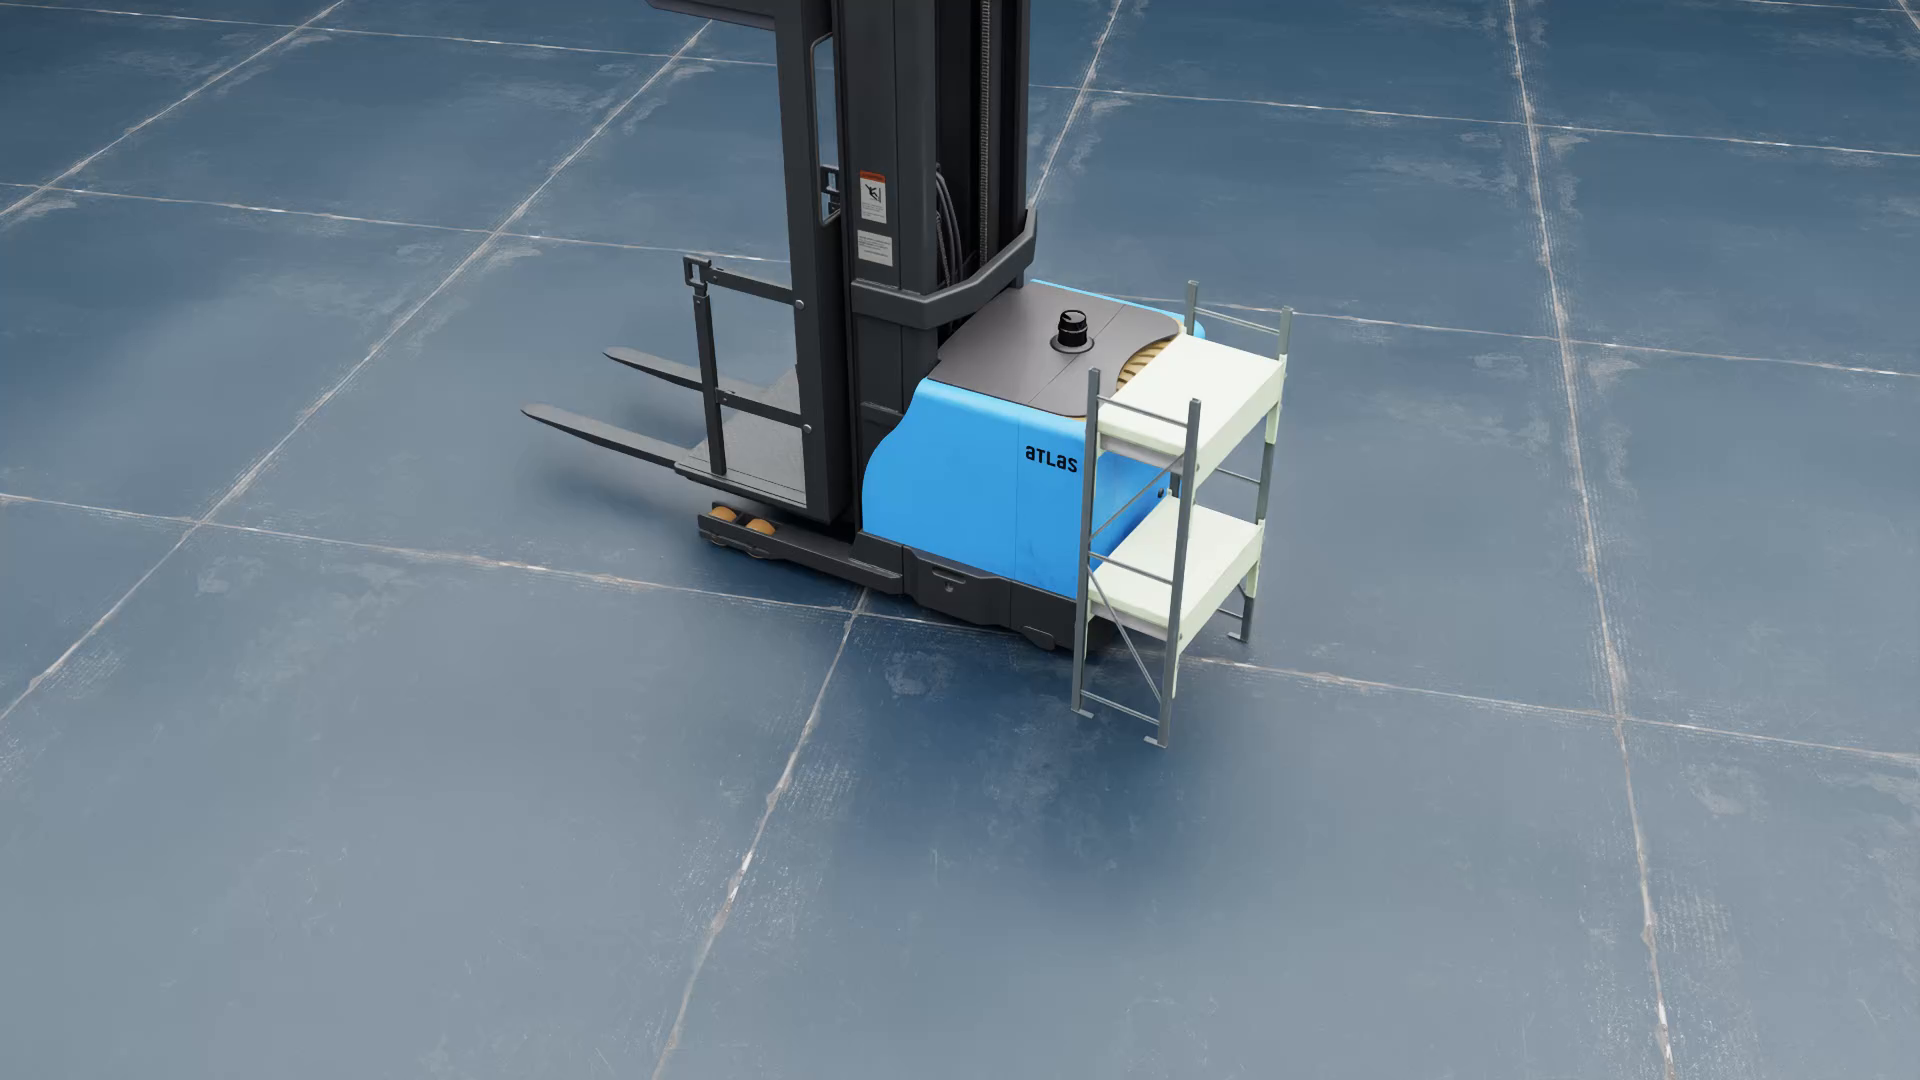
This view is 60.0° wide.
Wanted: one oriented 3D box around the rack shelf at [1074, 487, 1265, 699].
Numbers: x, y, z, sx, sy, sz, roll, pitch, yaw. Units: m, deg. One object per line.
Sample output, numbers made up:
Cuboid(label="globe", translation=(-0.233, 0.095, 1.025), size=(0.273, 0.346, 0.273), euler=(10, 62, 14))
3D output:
Cuboid(label="rack shelf", translation=(0.795, 0.186, 6.271), size=(0.431, 0.370, 0.720), euler=(20, 41, 26))

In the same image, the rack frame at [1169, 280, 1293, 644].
Cuboid(label="rack frame", translation=(0.991, -0.260, 6.330), size=(0.400, 1.500, 0.023), euler=(20, 41, 26))

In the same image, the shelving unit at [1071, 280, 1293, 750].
Cuboid(label="shelving unit", translation=(0.795, -0.078, 6.080), size=(0.431, 1.500, 0.755), euler=(20, 41, 26))

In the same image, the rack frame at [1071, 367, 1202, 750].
Cuboid(label="rack frame", translation=(0.598, 0.103, 5.830), size=(0.400, 1.500, 0.023), euler=(20, 41, 26))

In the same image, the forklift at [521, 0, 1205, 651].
Cuboid(label="forklift", translation=(-0.550, -1.361, 6.631), size=(3.031, 2.935, 1.130), euler=(18, 39, 23))

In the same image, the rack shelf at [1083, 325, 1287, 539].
Cuboid(label="rack shelf", translation=(0.795, -0.394, 5.851), size=(0.431, 0.370, 0.720), euler=(20, 41, 26))
